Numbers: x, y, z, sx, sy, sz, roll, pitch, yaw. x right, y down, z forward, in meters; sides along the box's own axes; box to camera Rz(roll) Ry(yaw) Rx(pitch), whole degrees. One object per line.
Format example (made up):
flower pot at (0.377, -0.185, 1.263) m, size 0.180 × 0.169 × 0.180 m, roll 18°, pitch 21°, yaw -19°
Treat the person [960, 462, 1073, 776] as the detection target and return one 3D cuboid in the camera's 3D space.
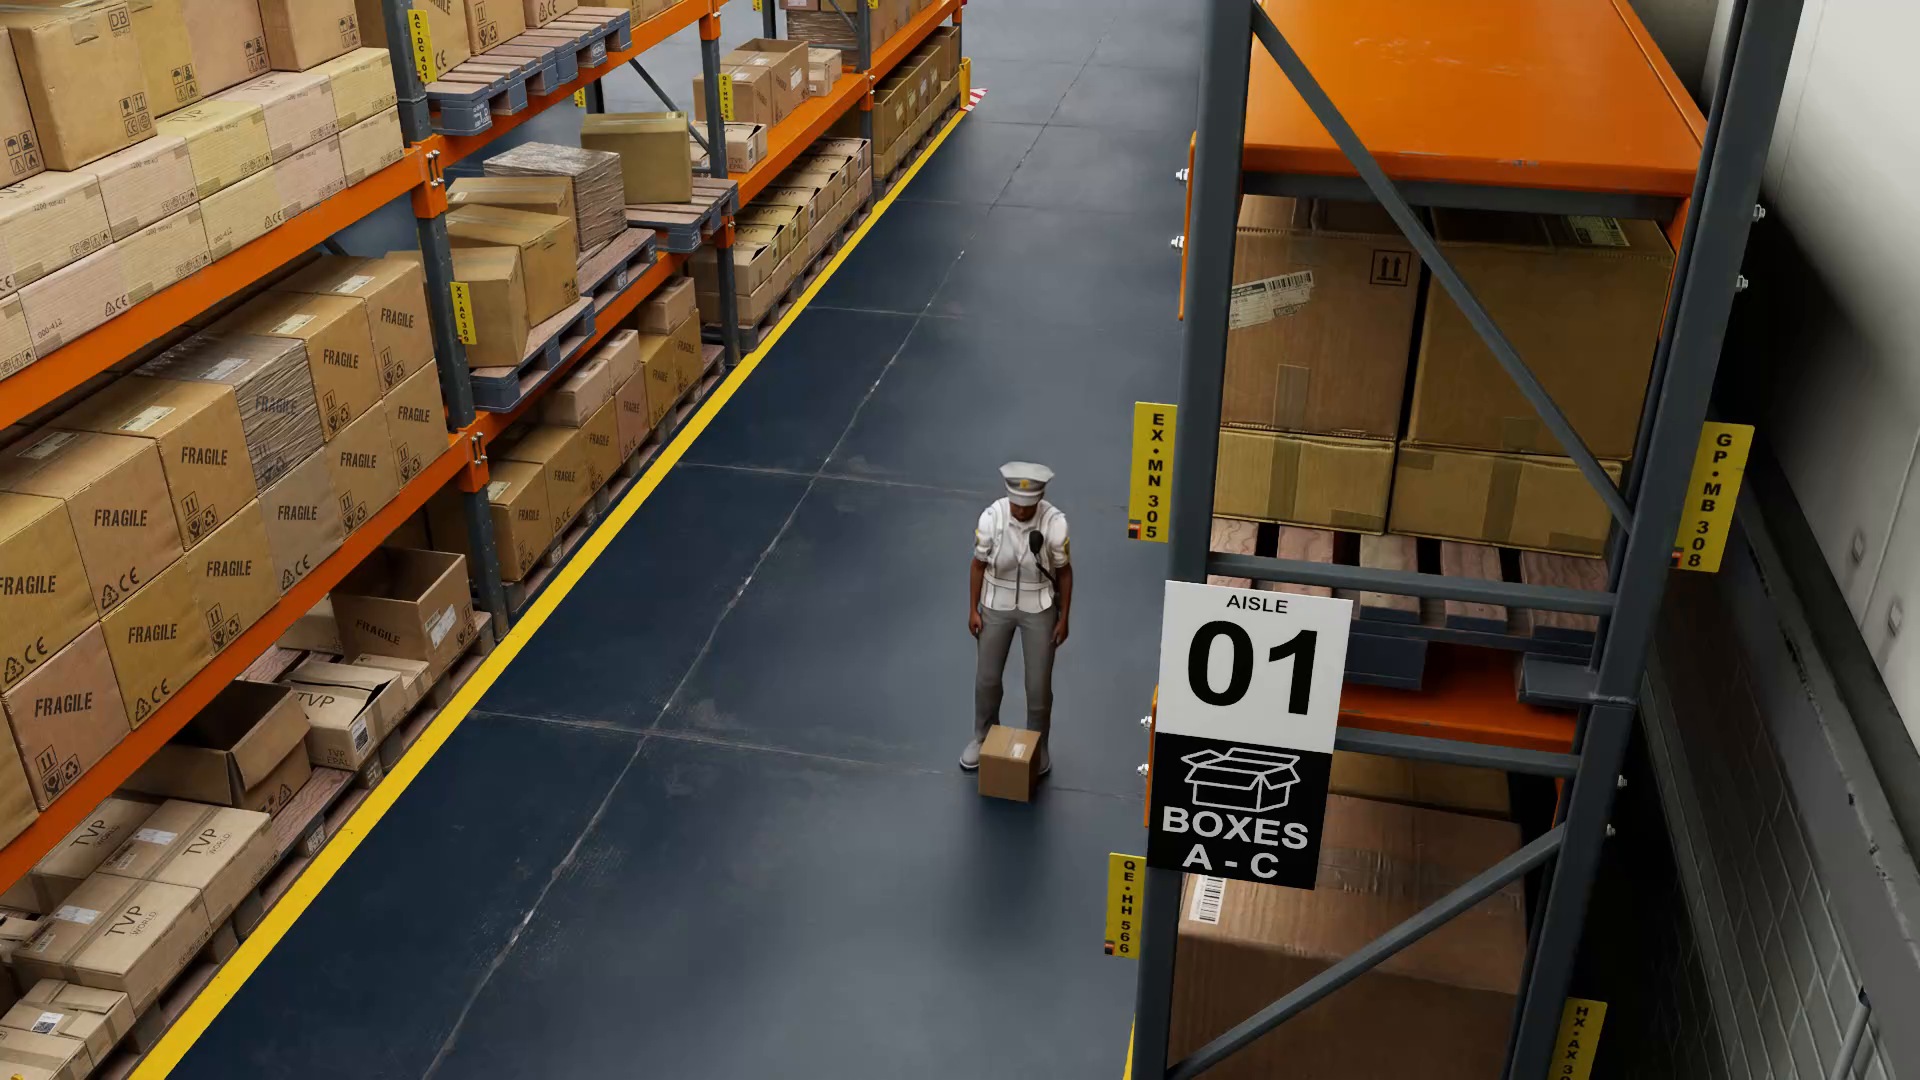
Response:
person at (0.273, 0.359, 7.968) m, size 0.518 × 1.655 × 0.397 m, roll 5°, pitch 29°, yaw 8°
